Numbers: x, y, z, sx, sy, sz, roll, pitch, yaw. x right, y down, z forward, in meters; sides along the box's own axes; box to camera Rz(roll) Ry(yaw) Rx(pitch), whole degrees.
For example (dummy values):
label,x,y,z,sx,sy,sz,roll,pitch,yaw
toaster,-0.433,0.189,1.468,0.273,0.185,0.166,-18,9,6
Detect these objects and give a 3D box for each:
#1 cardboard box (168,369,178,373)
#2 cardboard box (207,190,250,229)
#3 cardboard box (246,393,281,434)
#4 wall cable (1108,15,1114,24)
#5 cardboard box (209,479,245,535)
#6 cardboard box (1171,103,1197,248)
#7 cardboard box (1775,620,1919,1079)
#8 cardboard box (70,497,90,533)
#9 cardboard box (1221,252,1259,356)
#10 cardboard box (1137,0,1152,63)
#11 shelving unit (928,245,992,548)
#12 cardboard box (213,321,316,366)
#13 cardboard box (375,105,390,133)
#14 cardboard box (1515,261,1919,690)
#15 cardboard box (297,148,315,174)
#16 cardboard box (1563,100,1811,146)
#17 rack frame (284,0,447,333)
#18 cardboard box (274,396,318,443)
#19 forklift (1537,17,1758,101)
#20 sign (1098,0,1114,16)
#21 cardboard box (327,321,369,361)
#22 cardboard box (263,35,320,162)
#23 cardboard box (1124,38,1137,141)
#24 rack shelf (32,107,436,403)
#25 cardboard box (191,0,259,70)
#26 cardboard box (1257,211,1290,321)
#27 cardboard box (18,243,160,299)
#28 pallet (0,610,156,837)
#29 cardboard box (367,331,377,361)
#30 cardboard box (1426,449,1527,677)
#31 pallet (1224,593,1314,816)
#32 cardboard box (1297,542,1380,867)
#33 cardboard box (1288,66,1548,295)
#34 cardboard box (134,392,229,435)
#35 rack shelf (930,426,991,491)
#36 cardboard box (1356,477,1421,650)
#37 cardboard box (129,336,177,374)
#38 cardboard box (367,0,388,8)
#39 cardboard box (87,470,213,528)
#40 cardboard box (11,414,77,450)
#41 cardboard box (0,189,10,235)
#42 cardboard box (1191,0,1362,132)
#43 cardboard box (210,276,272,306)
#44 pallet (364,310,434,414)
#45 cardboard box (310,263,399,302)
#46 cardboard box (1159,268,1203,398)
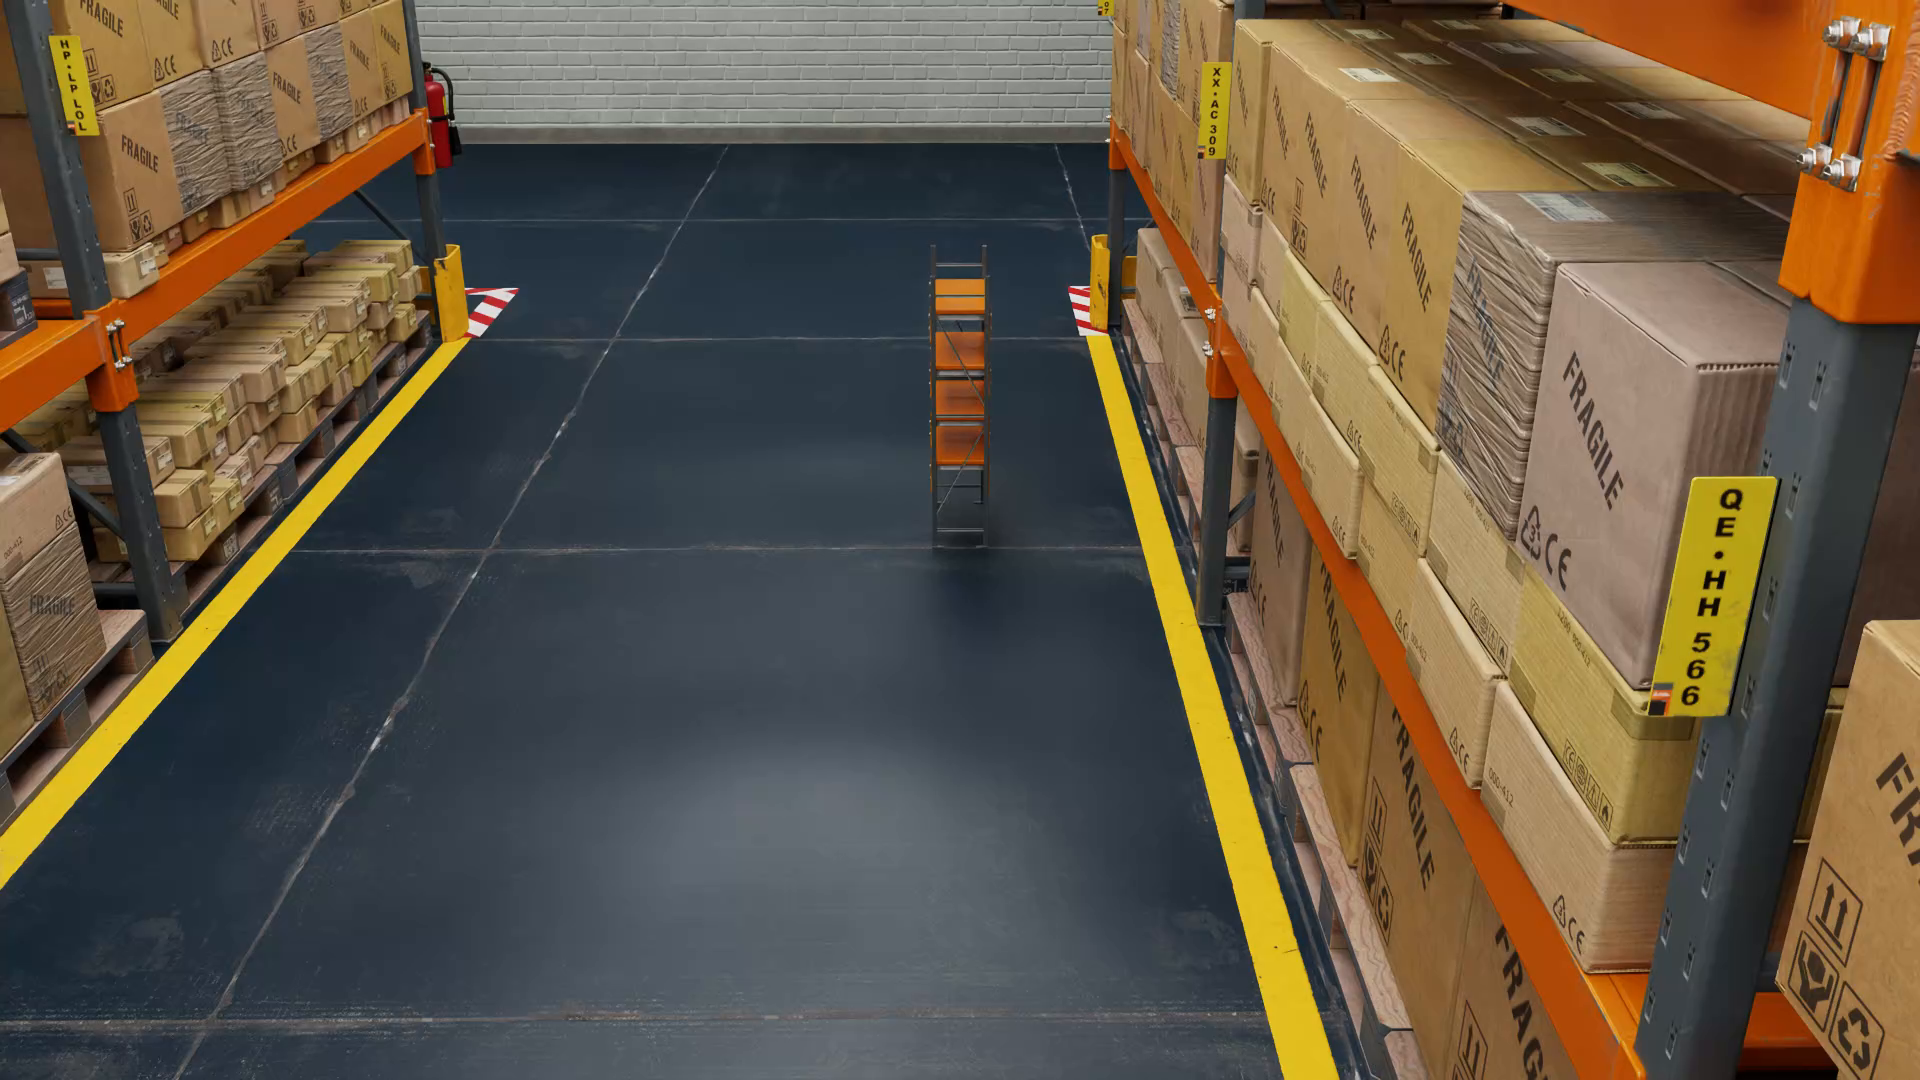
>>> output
label,x,y,z,sx,sy,sz,roll,pitch,yaw
cardboard box,-3.784,-0.684,7.711,0.380,0.149,0.250,-1,24,-3
cardboard box,-3.260,-1.422,7.059,0.380,0.149,0.250,0,24,0
cardboard box,-3.312,-0.594,7.512,0.380,0.149,0.250,1,24,2
wall cable,1.303,-5.499,14.498,0.585,1.953,0.123,0,24,-1
cardboard box,-3.203,-0.140,6.869,0.380,0.149,0.250,0,24,1
cardboard box,1.160,-1.498,6.801,0.500,0.500,0.500,-1,24,-2
cardboard box,1.249,0.412,1.707,0.500,0.500,0.500,-1,24,-2
cardboard box,-3.781,-0.146,6.884,0.380,0.149,0.250,0,24,1
cardboard box,1.172,-0.800,5.560,0.500,0.250,0.500,-1,24,-2
cardboard box,1.134,-2.576,7.970,0.500,0.500,0.500,0,24,-1
shelving unit,-0.002,-0.615,7.154,0.258,1.200,0.503,0,24,-1
cardboard box,-3.305,-0.937,7.910,0.380,0.149,0.250,0,24,0
cardboard box,-3.309,-2.285,8.966,0.380,0.149,0.250,0,24,-1
cardboard box,1.208,-0.115,2.530,0.500,0.500,0.500,-1,24,-2
cardboard box,-3.348,-1.856,8.019,0.380,0.149,0.250,-1,24,-3
cardboard box,1.707,-0.733,3.896,0.500,0.500,0.500,0,24,0
rack frame,-3.561,-2.635,9.436,1.000,3.000,0.127,0,24,-1
cardboard box,-3.254,-0.565,7.809,0.380,0.149,0.250,-1,24,-2
forklift,3.064,-1.591,7.210,1.130,2.935,3.031,0,24,0
sign,0.833,-3.129,9.382,0.100,0.325,0.005,0,24,-1
cardboard box,-3.244,-1.019,8.452,0.380,0.149,0.250,0,24,0
cardboard box,-3.288,-2.005,7.561,0.500,0.500,0.500,1,24,2
cardboard box,1.140,-2.337,8.655,0.500,0.500,0.500,-1,24,-1
rack shelf,-3.539,-1.483,7.762,1.077,0.370,4.000,0,24,-1
cardboard box,-3.274,-2.231,6.848,0.500,0.500,0.500,0,24,0
cardboard box,1.188,-0.813,4.982,0.500,0.250,0.500,0,24,0
cardboard box,-3.193,-0.990,6.104,0.380,0.149,0.250,1,24,1
pallet,-3.507,0.605,5.656,1.003,0.211,1.213,0,24,-1
cardboard box,-3.310,-0.995,8.759,0.380,0.149,0.250,0,24,0
cardboard box,1.207,0.029,3.122,0.500,0.250,0.500,-1,24,-2
pallet,1.515,0.538,5.805,1.003,0.211,1.213,0,24,-1
cardboard box,1.536,0.354,4.897,0.875,0.875,0.875,0,24,1
cardboard box,1.185,-0.953,4.382,0.500,0.500,0.500,-1,24,-2
cardboard box,-3.309,-0.511,6.967,0.380,0.149,0.250,-1,24,-1
rack shelf,-0.002,-0.373,7.263,0.258,0.148,0.480,0,24,-1
cardboard box,1.199,0.041,3.701,0.500,0.250,0.500,0,24,-1
cardboard box,-3.869,-0.832,7.679,0.380,0.149,0.250,-1,24,-2
cardboard box,-3.307,-3.084,8.733,0.500,0.500,0.500,-1,24,-2
cardboard box,-3.201,-0.165,6.564,0.380,0.149,0.250,1,24,2
cardboard box,-3.824,-0.400,6.723,0.380,0.149,0.250,0,24,0
cardboard box,-3.315,-1.036,5.335,0.380,0.149,0.250,0,24,1
cardboard box,1.150,-1.745,6.133,0.500,0.500,0.500,0,24,-1
cardboard box,-3.811,-1.261,8.627,0.380,0.149,0.250,-1,24,-3
pallet,-3.586,-0.998,9.200,1.003,0.211,1.213,0,24,-1
cardboard box,-3.226,-1.371,8.870,0.380,0.149,0.250,-1,24,-2
cardboard box,1.514,-1.074,8.584,0.875,0.438,0.875,0,24,1
